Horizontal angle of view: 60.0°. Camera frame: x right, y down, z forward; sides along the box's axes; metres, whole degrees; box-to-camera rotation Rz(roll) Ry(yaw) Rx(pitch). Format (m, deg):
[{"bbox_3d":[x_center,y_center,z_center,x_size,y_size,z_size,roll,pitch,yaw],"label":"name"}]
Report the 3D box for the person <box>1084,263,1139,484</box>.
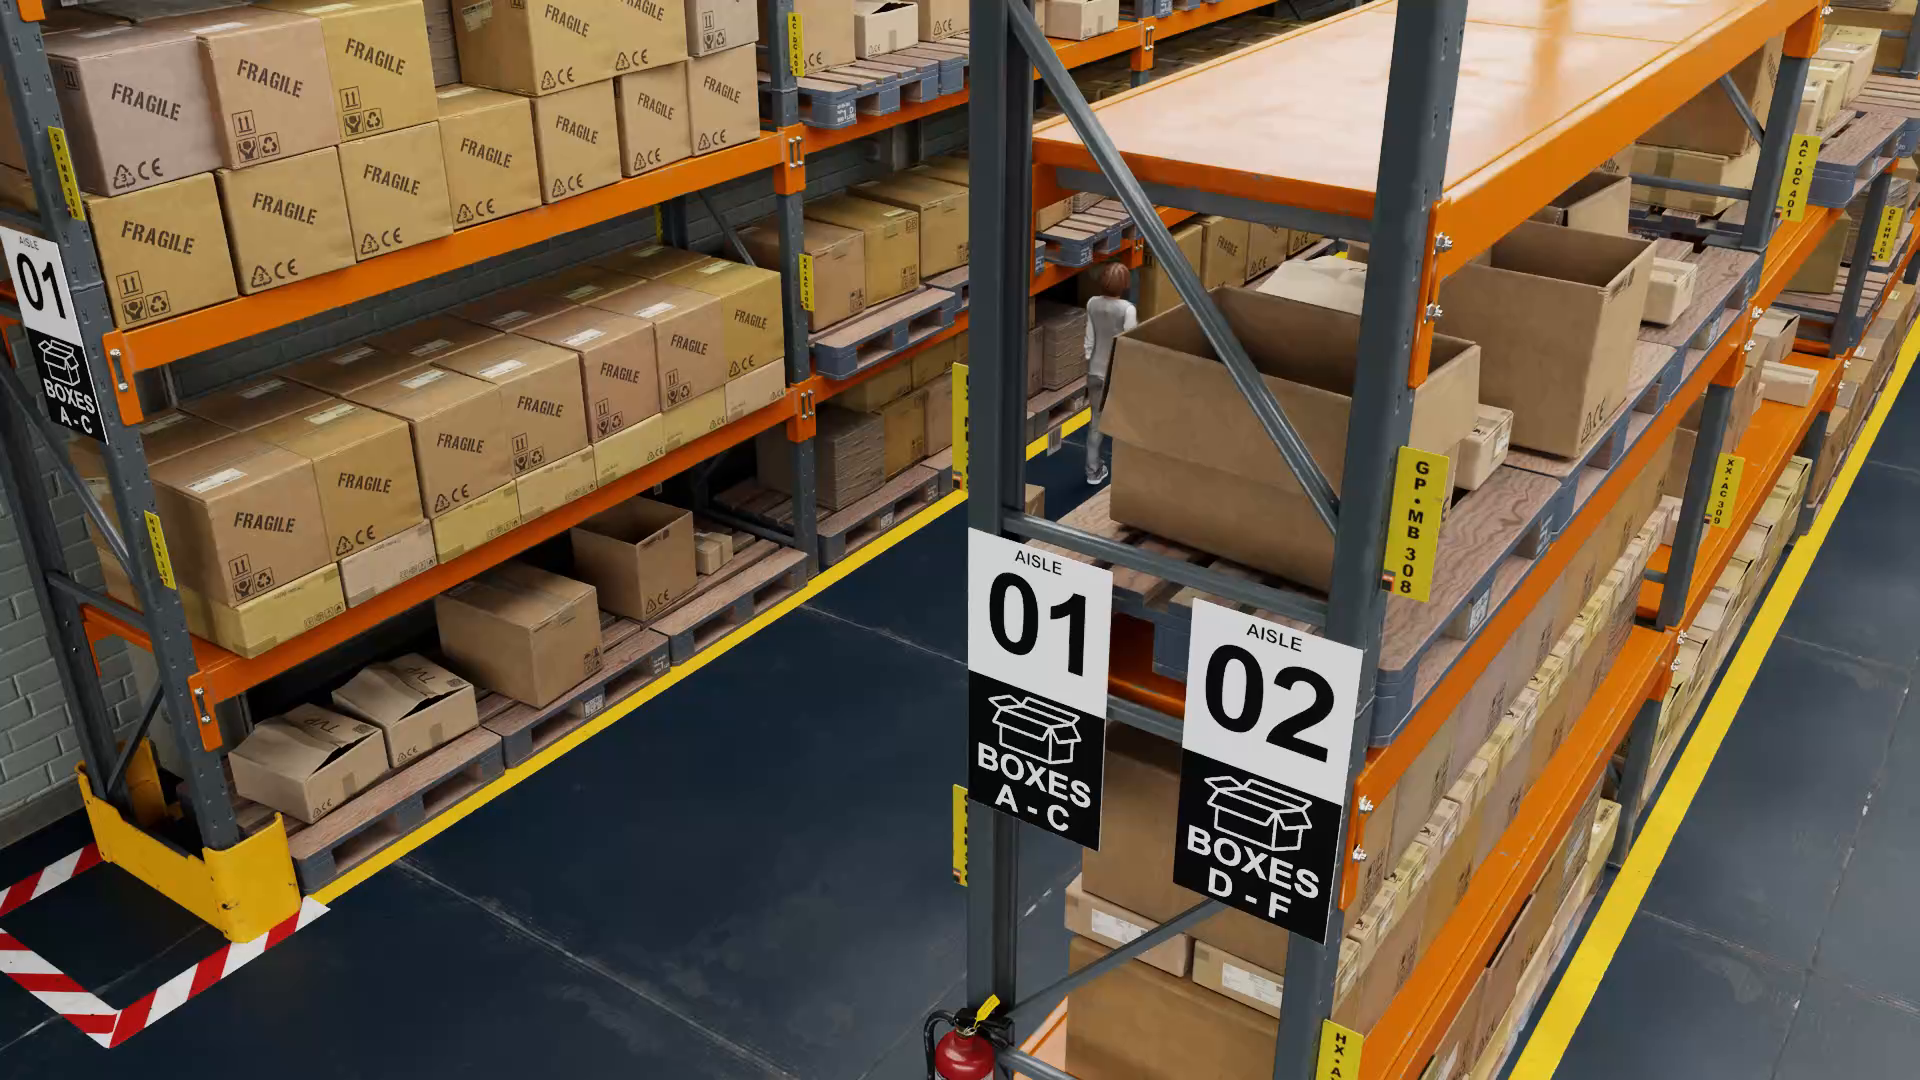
[{"bbox_3d":[1.036,-1.111,11.273,0.409,1.602,0.330,17,32,29],"label":"person"}]
